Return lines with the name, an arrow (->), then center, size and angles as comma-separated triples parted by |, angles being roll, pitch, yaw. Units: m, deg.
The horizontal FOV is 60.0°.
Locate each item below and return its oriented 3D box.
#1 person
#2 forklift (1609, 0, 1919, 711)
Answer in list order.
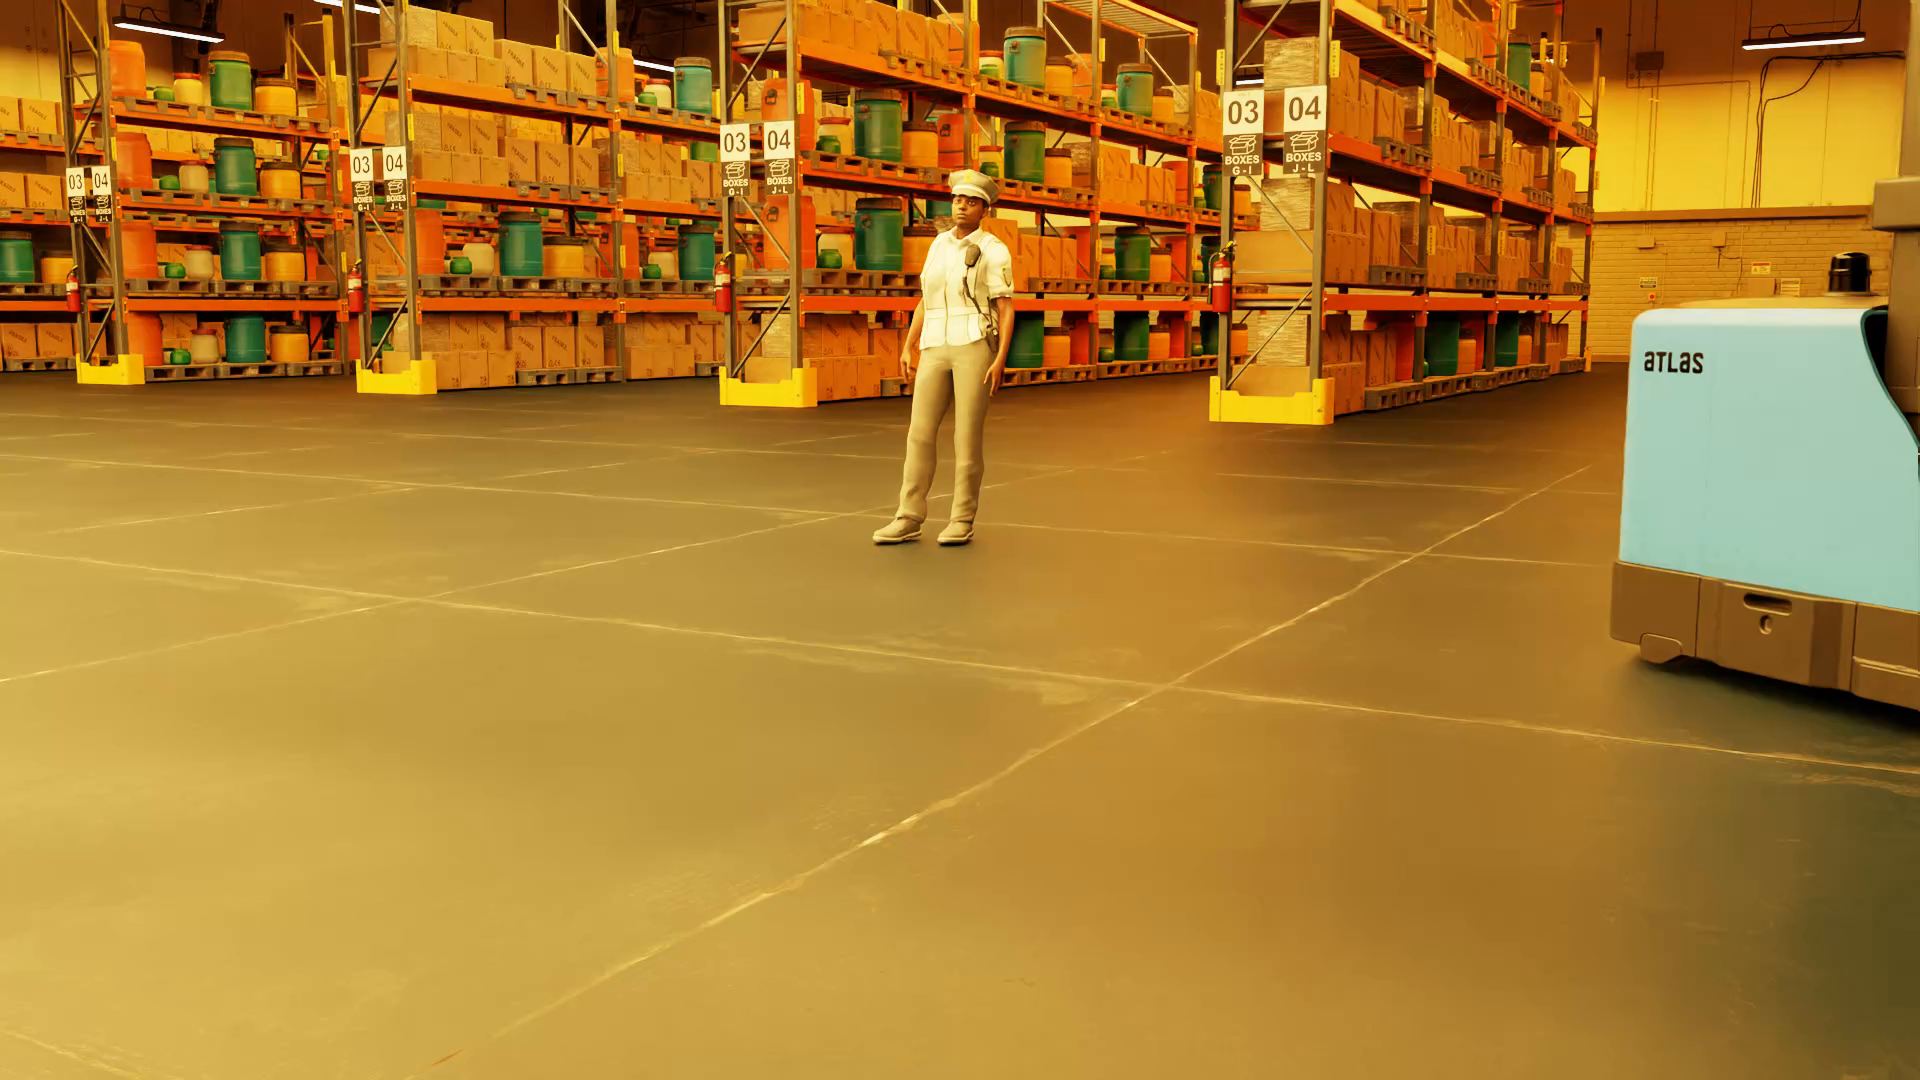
person -> -0.054, -0.837, 7.642 | 0.569, 1.692, 0.530 | 4, 9, 29
forklift -> 3.098, -0.931, 3.840 | 1.130, 2.935, 3.031 | -4, 9, -26
